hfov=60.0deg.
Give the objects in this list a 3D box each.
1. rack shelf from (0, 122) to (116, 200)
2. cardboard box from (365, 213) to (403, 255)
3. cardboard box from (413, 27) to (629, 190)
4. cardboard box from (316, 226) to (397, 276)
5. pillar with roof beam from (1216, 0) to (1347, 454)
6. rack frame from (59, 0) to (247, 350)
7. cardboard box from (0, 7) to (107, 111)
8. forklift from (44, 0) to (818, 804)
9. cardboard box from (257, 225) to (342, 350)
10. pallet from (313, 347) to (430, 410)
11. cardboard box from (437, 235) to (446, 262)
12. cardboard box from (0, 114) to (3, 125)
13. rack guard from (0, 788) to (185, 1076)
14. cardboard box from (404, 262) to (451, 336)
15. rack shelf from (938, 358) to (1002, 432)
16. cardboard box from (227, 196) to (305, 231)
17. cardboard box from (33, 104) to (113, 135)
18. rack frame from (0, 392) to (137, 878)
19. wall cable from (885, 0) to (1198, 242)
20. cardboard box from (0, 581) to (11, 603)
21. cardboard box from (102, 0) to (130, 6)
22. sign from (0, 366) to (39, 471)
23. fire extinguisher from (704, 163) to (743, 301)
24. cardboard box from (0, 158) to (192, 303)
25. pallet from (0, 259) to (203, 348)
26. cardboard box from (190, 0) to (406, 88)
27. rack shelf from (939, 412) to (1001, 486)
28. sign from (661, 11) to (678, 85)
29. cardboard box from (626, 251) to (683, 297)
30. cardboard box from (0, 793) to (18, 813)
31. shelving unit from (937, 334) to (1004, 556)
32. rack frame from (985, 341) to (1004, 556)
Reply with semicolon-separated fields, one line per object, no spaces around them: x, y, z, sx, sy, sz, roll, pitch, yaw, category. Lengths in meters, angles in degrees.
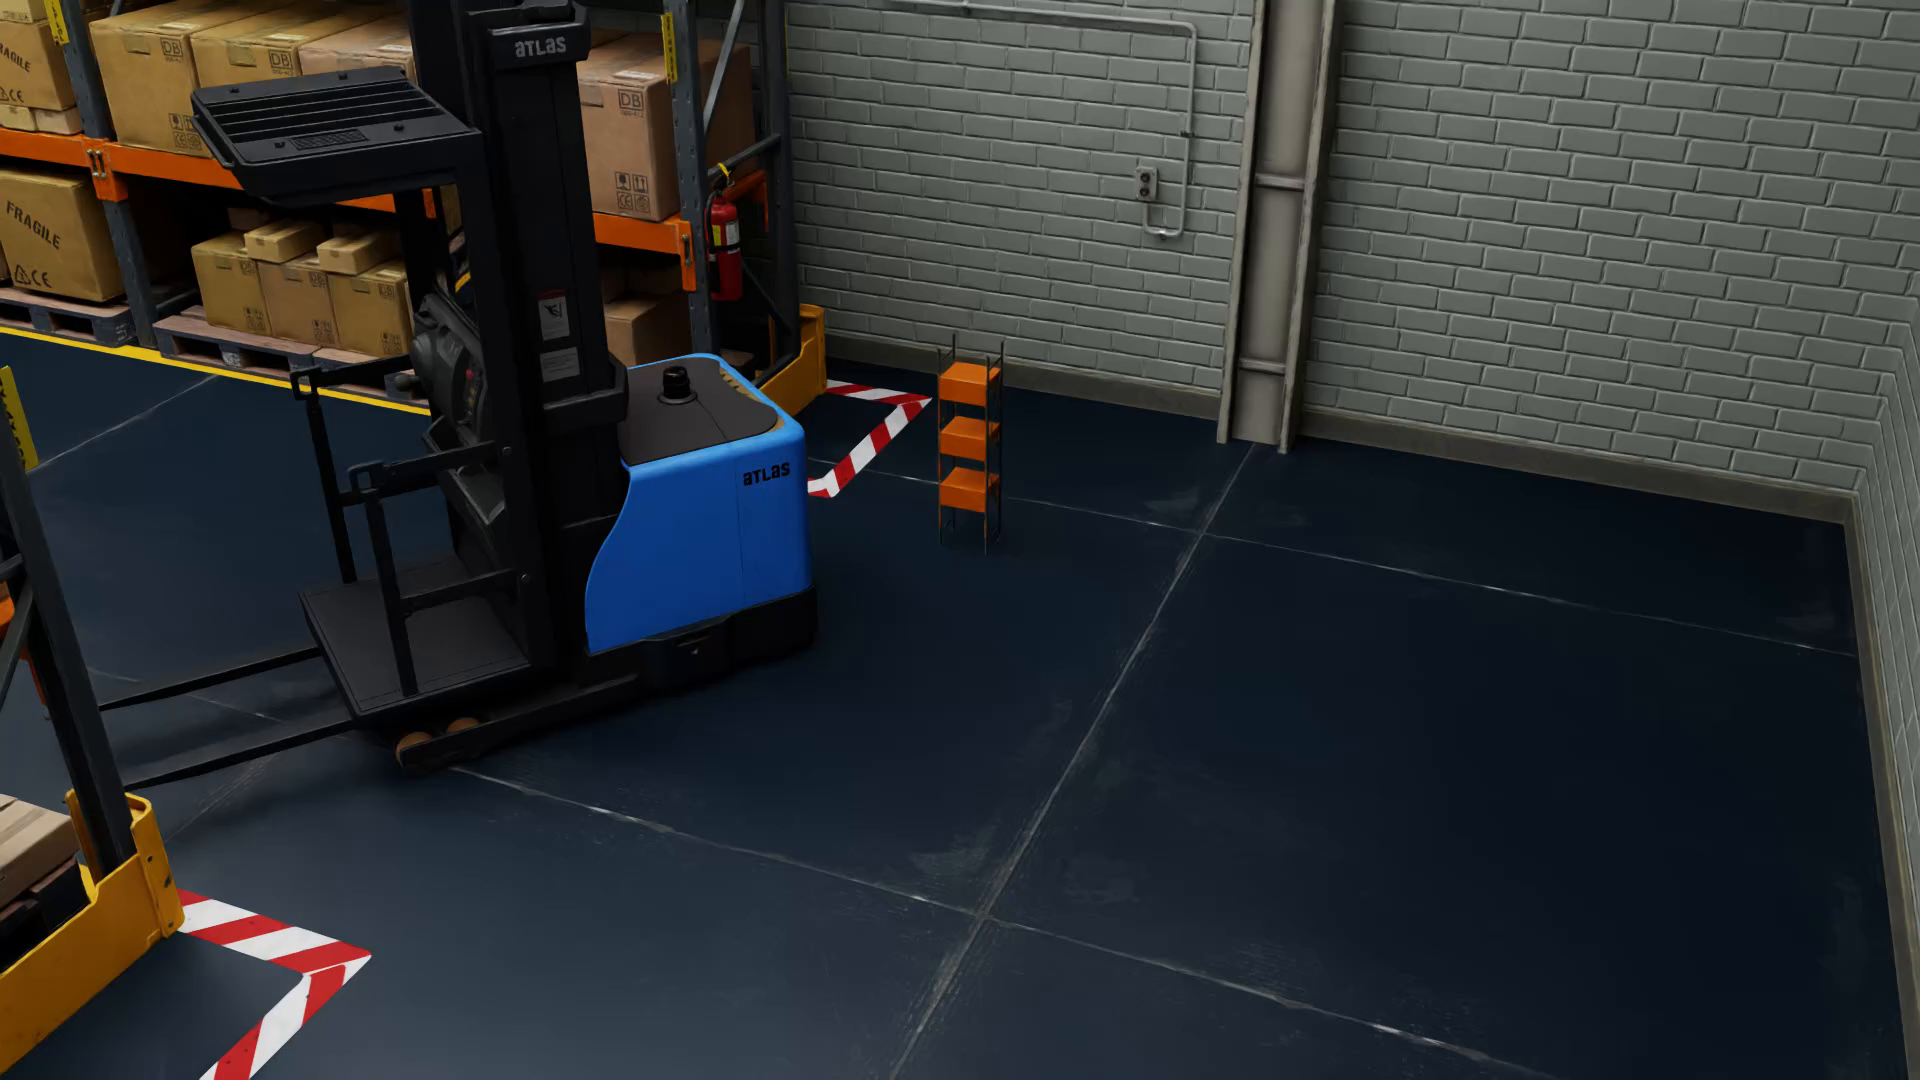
-6.727;-2.782;10.855;4.000;0.370;1.077;11;31;19;rack shelf
-3.312;-1.843;9.916;0.250;0.149;0.380;12;31;20;cardboard box
-2.322;-2.335;9.028;0.700;0.700;0.980;11;31;19;cardboard box
-3.487;-1.674;9.618;0.250;0.149;0.380;10;31;18;cardboard box
0.042;-2.529;3.579;0.400;9.000;9.100;11;31;19;pillar with roof beam
-4.873;-2.725;10.023;0.127;3.000;1.000;11;31;19;rack frame
-5.396;-2.878;9.868;0.500;0.500;0.500;11;31;18;cardboard box
-2.162;-0.642;6.406;3.031;2.935;1.130;-16;33;-26;forklift
-3.755;-1.540;10.041;0.500;0.500;0.700;11;31;19;cardboard box
-3.064;-1.110;10.000;1.213;0.211;1.003;11;31;19;pallet
-2.838;-1.748;9.749;0.250;0.149;0.380;12;31;20;cardboard box
-5.759;-2.663;10.147;0.250;0.149;0.380;12;32;21;cardboard box
-3.096;1.348;5.357;0.348;0.500;1.175;11;31;19;rack guard
-2.783;-1.349;9.702;0.500;0.500;0.700;10;31;17;cardboard box
0.050;-0.685;7.840;0.240;0.259;0.215;11;31;19;rack shelf
-4.279;-2.035;10.256;0.250;0.149;0.380;11;31;19;cardboard box
-5.293;-2.558;9.963;0.250;0.149;0.380;12;31;20;cardboard box
-3.026;0.274;4.717;0.127;3.000;1.000;11;31;19;rack frame
0.375;-2.622;8.808;1.851;1.984;0.084;11;31;19;wall cable
-3.338;0.028;5.050;0.500;0.500;0.500;12;32;20;cardboard box
-5.202;-3.438;10.097;0.500;0.250;0.500;12;32;21;cardboard box
-2.822;-0.350;4.942;0.005;0.325;0.100;11;31;19;sign
-1.201;-1.551;8.403;0.183;0.674;0.296;11;31;19;fire extinguisher
-5.525;-2.033;10.557;0.750;0.750;0.750;12;32;20;cardboard box
-5.617;-1.620;10.901;1.213;0.211;1.003;11;31;19;pallet
-3.703;-2.611;9.516;0.700;0.700;0.980;10;31;18;cardboard box
0.050;-0.438;7.979;0.240;0.259;0.215;11;31;19;rack shelf
-1.384;-2.348;7.938;0.005;0.325;0.100;11;31;19;sign
-1.662;-1.514;9.335;0.250;0.149;0.380;12;31;19;cardboard box
-3.516;1.035;5.802;0.250;0.166;0.380;11;31;19;cardboard box
0.050;-0.447;7.974;0.252;1.050;0.215;11;31;19;shelving unit
0.163;-0.425;7.934;0.008;1.050;0.200;11;31;19;rack frame
